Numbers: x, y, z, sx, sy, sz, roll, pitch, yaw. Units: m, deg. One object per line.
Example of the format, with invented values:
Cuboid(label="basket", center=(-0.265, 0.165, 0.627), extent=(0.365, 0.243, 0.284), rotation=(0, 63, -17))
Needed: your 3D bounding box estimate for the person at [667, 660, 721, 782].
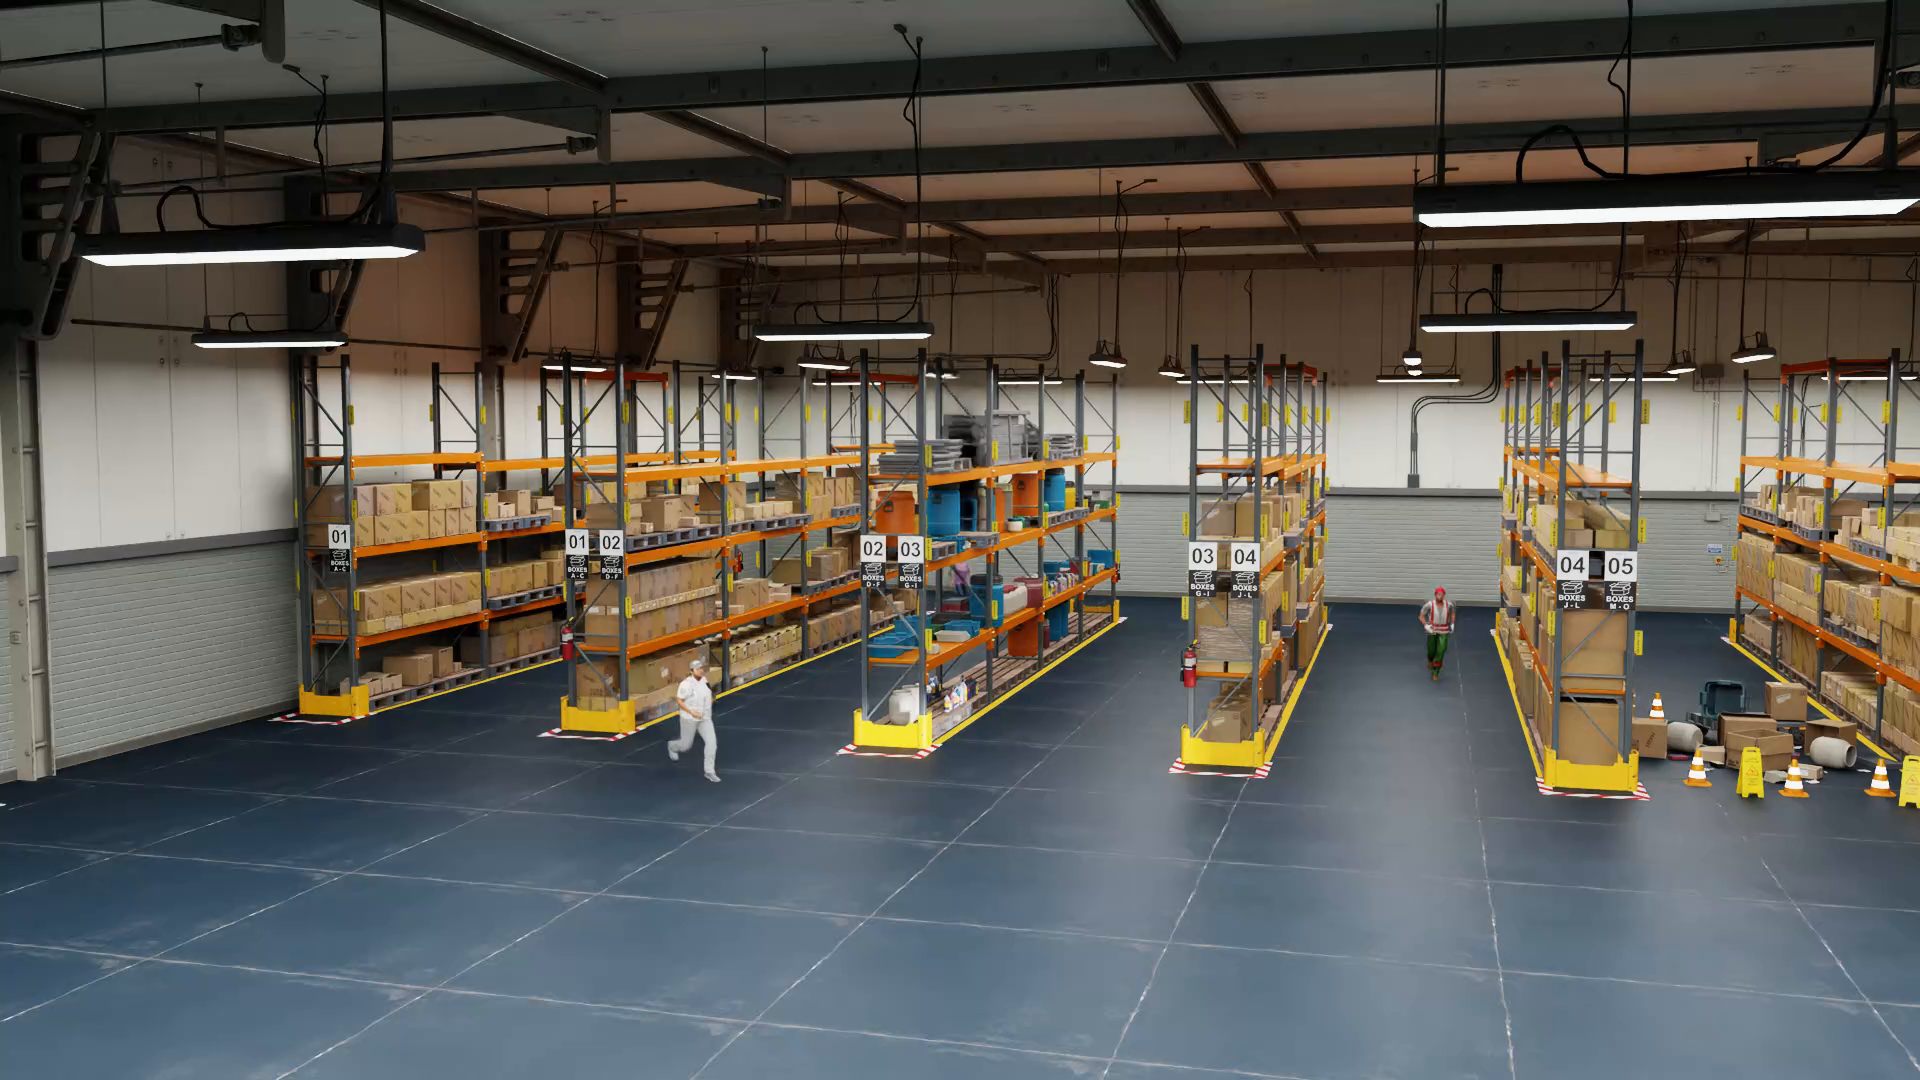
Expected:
Cuboid(label="person", center=(-3.680, 2.487, 23.005), extent=(0.565, 1.664, 1.004), rotation=(-4, 6, -43))

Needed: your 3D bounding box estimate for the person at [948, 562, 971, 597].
Cuboid(label="person", center=(0.011, 1.118, 41.426), extent=(0.580, 1.585, 0.755), rotation=(-2, 5, -23))

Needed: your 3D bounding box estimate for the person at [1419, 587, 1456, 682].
Cuboid(label="person", center=(9.063, 1.766, 31.564), extent=(0.682, 1.767, 0.883), rotation=(1, 4, 7))
